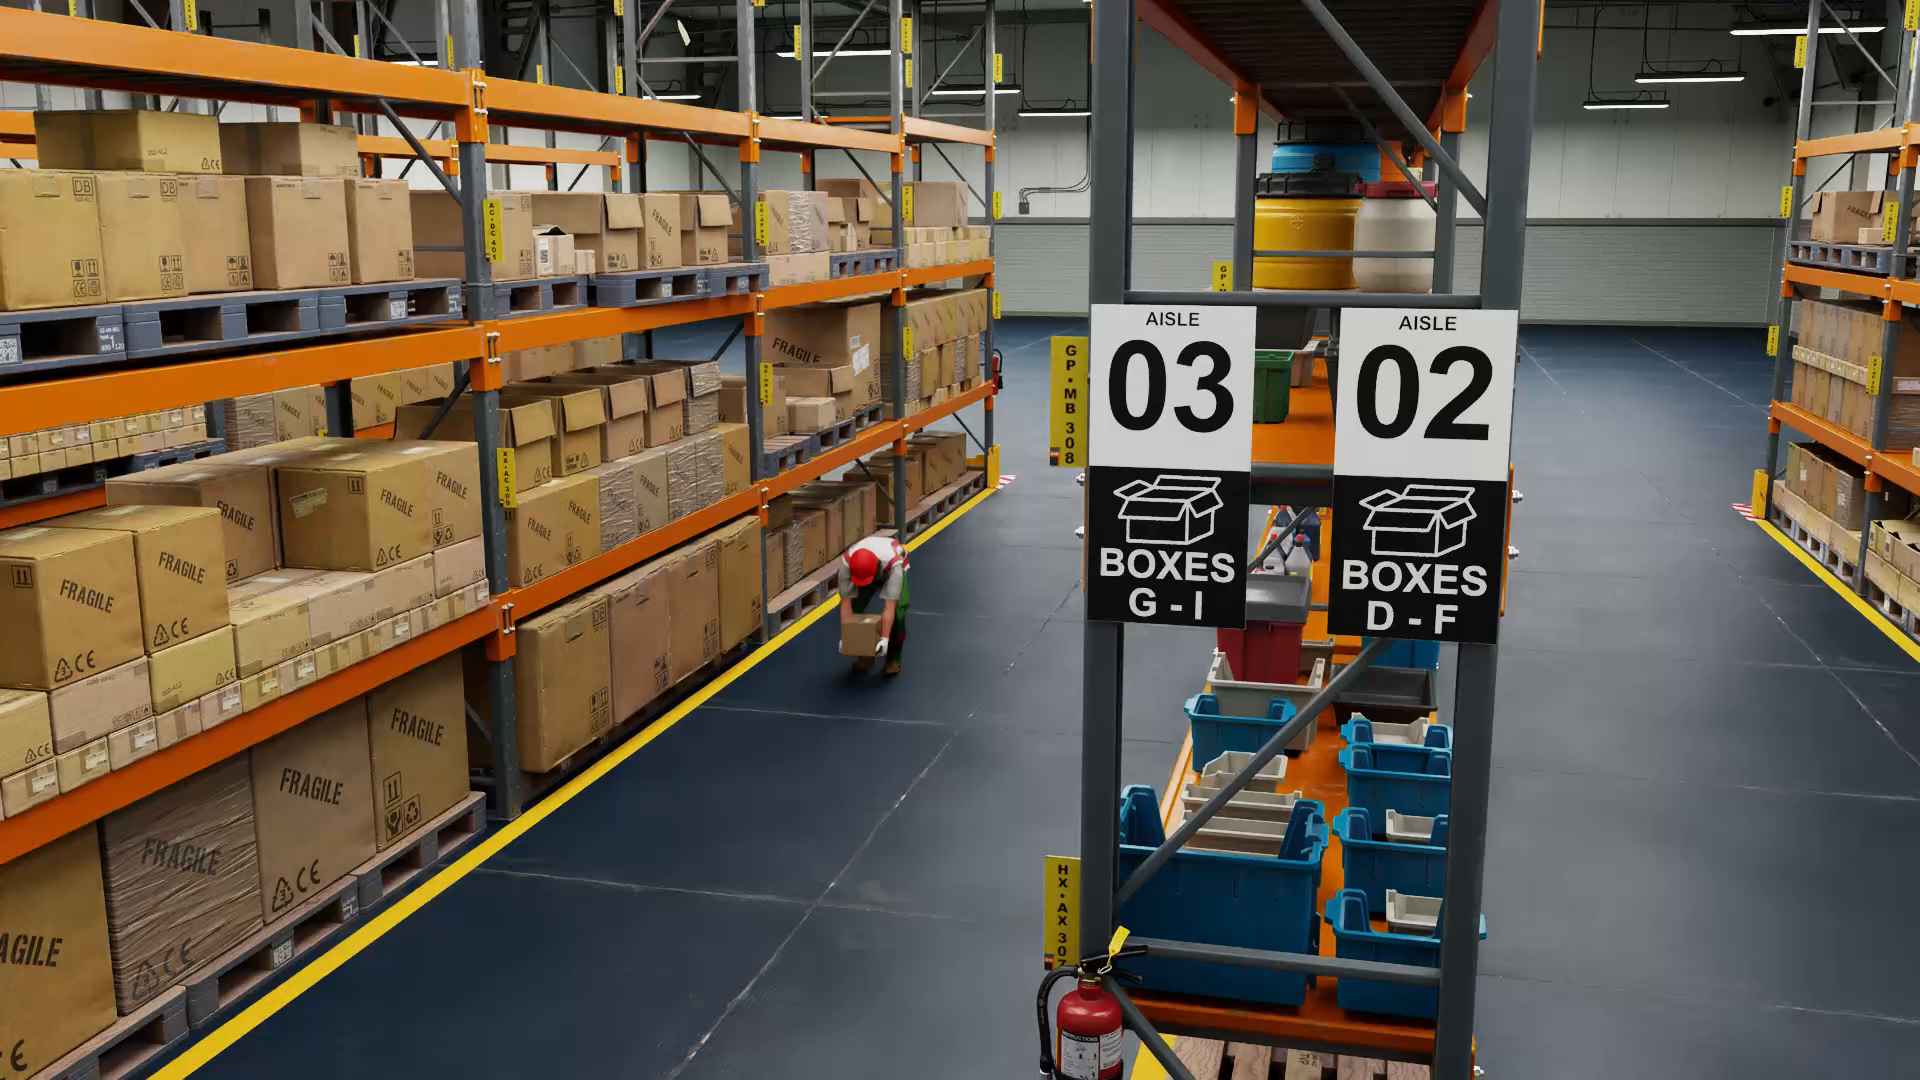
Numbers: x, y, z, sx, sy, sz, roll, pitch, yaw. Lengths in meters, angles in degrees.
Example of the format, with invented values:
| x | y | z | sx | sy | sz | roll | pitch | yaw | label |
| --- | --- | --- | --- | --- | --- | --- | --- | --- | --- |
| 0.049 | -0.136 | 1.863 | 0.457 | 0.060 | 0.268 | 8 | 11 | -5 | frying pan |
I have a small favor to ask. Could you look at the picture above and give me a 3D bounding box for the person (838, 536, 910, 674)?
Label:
| x | y | z | sx | sy | sz | roll | pitch | yaw | label |
| --- | --- | --- | --- | --- | --- | --- | --- | --- | --- |
| -0.644 | 0.497 | 12.305 | 0.522 | 1.039 | 0.958 | 2 | 12 | 11 | person |
